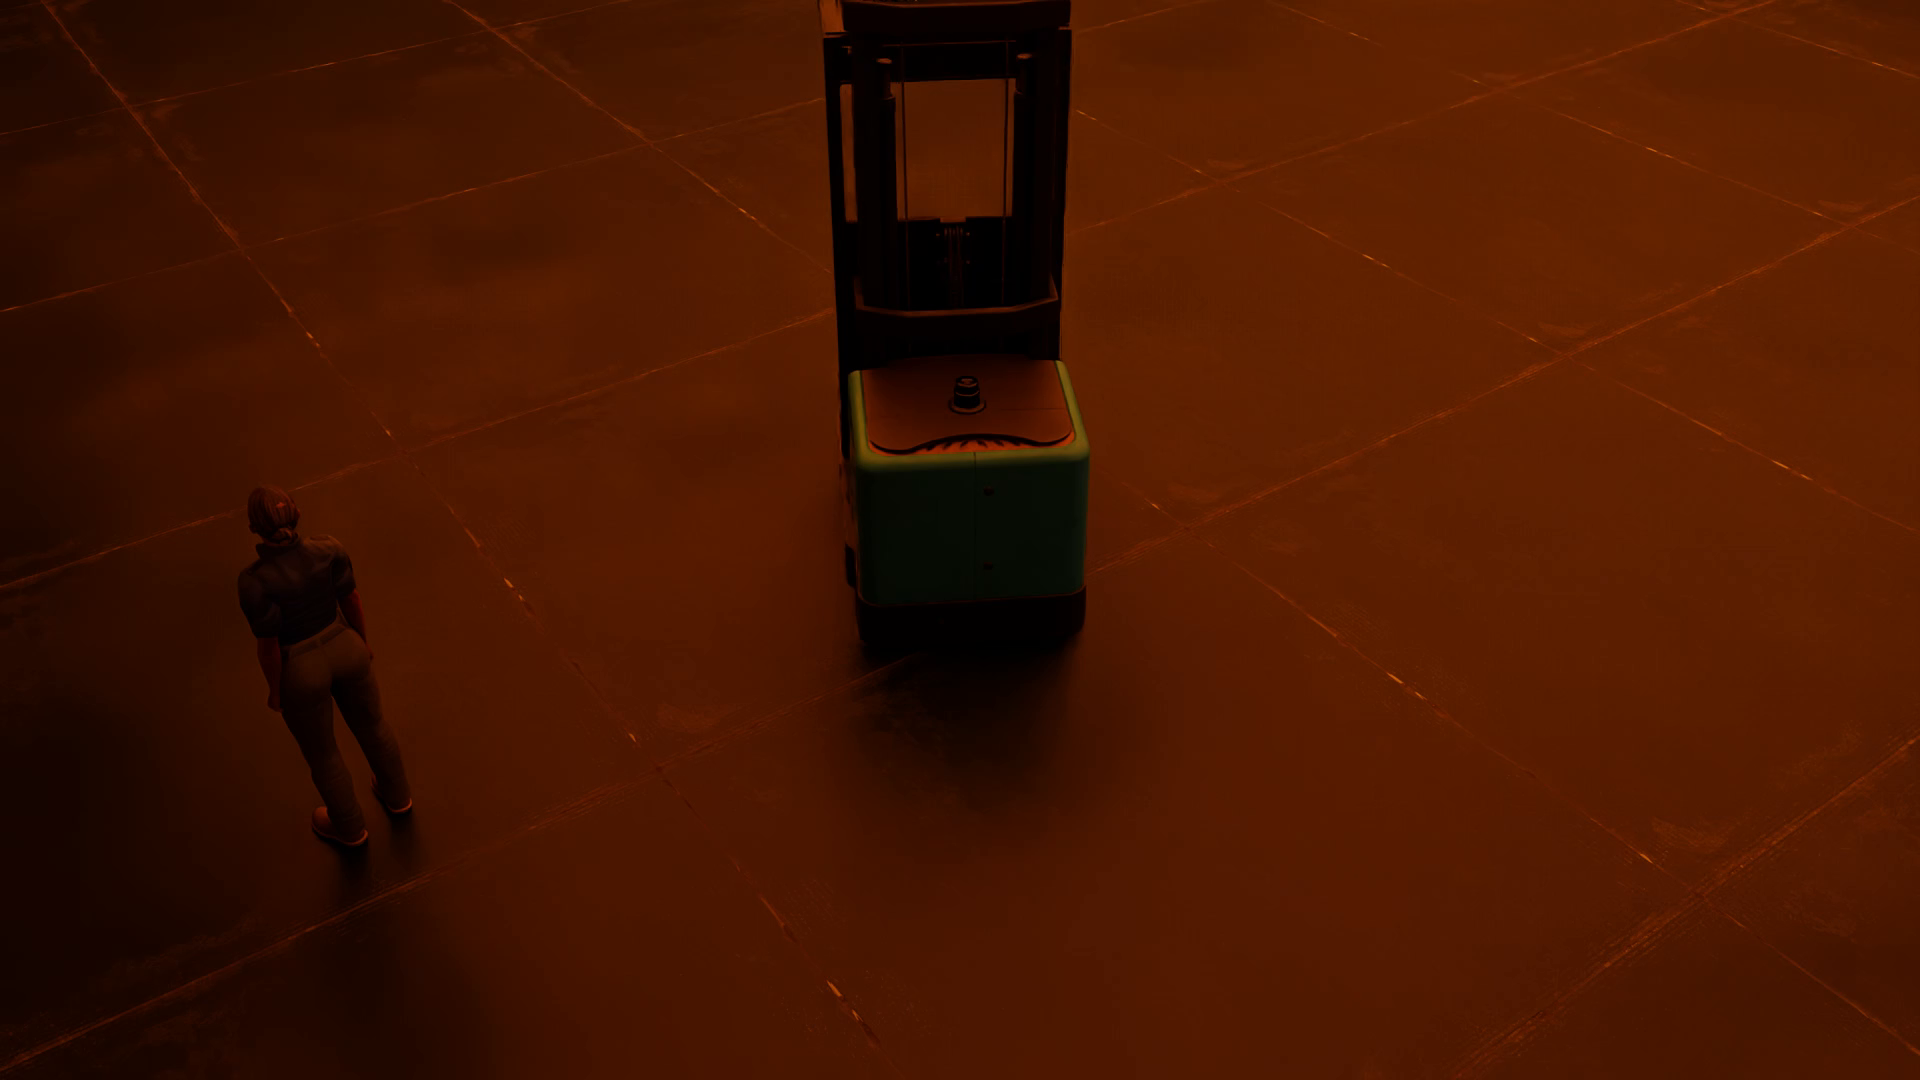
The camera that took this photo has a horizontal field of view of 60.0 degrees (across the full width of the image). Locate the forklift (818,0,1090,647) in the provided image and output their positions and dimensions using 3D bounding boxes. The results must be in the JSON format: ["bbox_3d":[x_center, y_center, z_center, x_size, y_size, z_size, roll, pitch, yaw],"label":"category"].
[{"bbox_3d":[-0.082,-1.549,8.039,1.130,2.935,3.031,-3,37,-5],"label":"forklift"}]

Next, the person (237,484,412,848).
[{"bbox_3d":[-2.464,0.474,6.375,0.324,1.662,0.446,28,45,33],"label":"person"}]
